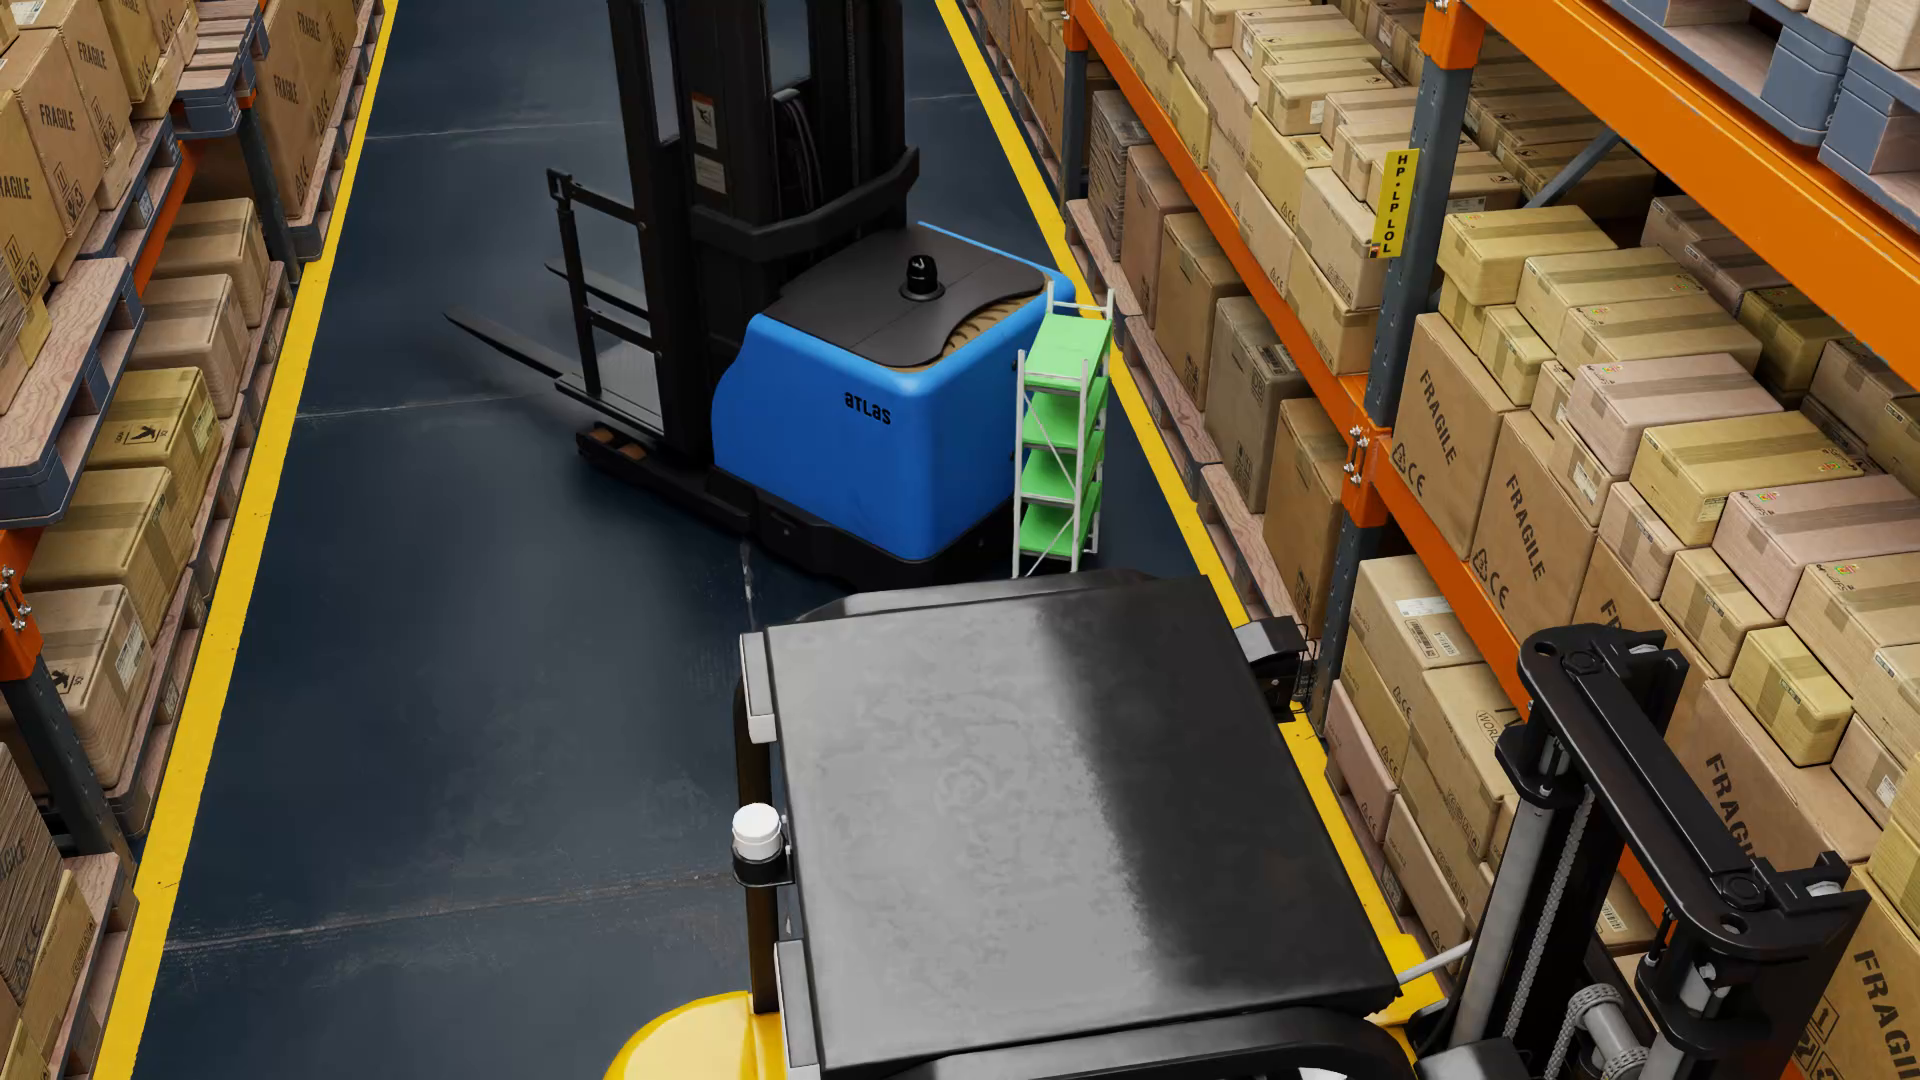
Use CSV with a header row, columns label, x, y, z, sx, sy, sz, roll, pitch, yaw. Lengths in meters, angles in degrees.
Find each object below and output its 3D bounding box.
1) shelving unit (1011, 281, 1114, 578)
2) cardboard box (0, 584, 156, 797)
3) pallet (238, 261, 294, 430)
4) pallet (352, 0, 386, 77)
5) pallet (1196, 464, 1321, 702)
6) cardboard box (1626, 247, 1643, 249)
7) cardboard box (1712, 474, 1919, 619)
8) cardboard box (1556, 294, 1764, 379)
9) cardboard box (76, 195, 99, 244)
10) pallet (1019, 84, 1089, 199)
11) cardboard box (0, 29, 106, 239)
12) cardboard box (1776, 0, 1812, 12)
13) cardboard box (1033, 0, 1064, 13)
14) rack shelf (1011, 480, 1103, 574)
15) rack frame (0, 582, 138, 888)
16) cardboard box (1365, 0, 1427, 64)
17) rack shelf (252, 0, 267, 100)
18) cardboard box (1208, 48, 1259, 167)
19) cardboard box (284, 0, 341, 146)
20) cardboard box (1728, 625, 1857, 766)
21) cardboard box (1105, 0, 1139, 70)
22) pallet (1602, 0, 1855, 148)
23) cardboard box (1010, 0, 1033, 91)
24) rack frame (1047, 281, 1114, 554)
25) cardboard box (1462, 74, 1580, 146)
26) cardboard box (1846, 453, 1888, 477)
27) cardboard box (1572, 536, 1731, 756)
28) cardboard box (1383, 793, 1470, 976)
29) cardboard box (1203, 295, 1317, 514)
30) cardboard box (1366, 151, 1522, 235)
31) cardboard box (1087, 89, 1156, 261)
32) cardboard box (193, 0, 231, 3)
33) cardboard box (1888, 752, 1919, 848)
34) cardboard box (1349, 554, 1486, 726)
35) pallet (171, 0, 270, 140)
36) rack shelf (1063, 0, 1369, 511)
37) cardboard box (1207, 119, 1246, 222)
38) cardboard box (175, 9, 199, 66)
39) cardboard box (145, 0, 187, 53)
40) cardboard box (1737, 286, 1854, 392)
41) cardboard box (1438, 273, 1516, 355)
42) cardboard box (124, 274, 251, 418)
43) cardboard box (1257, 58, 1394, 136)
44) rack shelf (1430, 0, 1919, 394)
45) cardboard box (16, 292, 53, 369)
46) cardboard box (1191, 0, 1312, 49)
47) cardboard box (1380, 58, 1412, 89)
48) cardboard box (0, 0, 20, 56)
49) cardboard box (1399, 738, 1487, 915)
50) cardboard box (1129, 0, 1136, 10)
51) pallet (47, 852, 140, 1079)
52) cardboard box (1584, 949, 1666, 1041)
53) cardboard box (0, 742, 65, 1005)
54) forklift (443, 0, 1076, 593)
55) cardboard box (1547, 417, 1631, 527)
label,x,y,z,sx,sy,sz,roll,pitch,yaw
shelving unit,0.374,-0.293,6.149,0.258,1.200,0.503,9,39,11
cardboard box,-3.238,0.520,5.435,0.950,0.372,0.625,-6,38,-7
pallet,-3.709,-0.878,7.708,1.003,0.211,1.213,-6,38,-8
pallet,-4.336,-3.308,10.836,1.003,0.211,1.213,-6,38,-8
pallet,1.575,0.089,6.463,1.003,0.211,1.213,-6,38,-8
cardboard box,2.052,-0.700,4.596,0.380,0.149,0.250,-6,38,-8
cardboard box,1.810,0.010,3.440,0.380,0.149,0.250,-6,38,-8
cardboard box,1.695,-0.459,4.043,0.380,0.149,0.250,-7,38,-9
cardboard box,-3.135,-1.094,5.575,0.380,0.149,0.250,-6,38,-8
pallet,0.948,-2.341,9.591,1.003,0.211,1.213,-6,38,-8
cardboard box,-3.105,-1.274,5.279,0.500,0.500,0.500,-6,38,-8
cardboard box,1.657,-1.094,3.049,0.380,0.149,0.250,-5,38,-7
cardboard box,0.624,-3.018,9.357,0.380,0.149,0.250,-7,38,-9
rack shelf,0.374,-0.053,6.336,0.258,0.148,0.480,9,39,11
rack frame,-3.143,-0.035,4.350,1.000,3.000,0.127,-6,38,-8
cardboard box,1.721,-1.878,6.112,0.380,0.149,0.250,-7,38,-8
rack shelf,-4.195,-3.375,9.236,1.077,0.370,4.000,-6,38,-8
cardboard box,1.224,-1.598,6.076,0.500,0.250,0.500,-6,38,-7
cardboard box,-4.036,-2.743,9.225,0.875,0.875,0.875,-6,38,-7
cardboard box,1.791,0.290,3.321,0.380,0.149,0.250,-7,38,-9
cardboard box,0.962,-2.329,7.426,0.500,0.250,0.500,-7,38,-9
pallet,1.918,-1.208,3.488,1.003,0.211,1.213,-6,38,-8
cardboard box,0.584,-3.017,9.884,0.500,0.500,0.500,-5,38,-6
rack frame,0.434,-0.438,6.336,0.240,1.200,0.015,9,39,11
cardboard box,1.854,-1.421,5.524,0.380,0.149,0.250,-6,38,-8
cardboard box,2.203,-0.079,3.797,0.380,0.149,0.250,-5,38,-6
cardboard box,1.761,0.304,3.832,0.500,0.500,0.500,-7,38,-8
cardboard box,1.606,0.982,4.940,0.500,0.250,0.500,-7,38,-9
cardboard box,1.512,-0.583,6.648,0.875,0.625,0.625,-7,38,-8
cardboard box,1.464,-1.049,5.045,0.380,0.149,0.250,-5,38,-6
cardboard box,1.137,-1.837,8.263,0.875,0.625,0.625,-5,38,-7
cardboard box,-3.683,-2.714,7.921,0.500,0.250,0.500,-7,38,-9
cardboard box,1.851,0.478,2.837,0.380,0.149,0.250,-6,38,-7
cardboard box,1.519,0.280,5.029,0.500,0.250,0.500,-7,38,-9
pallet,-3.615,-1.956,6.979,1.213,0.211,1.003,-6,38,-8
rack shelf,1.392,-1.495,6.816,1.077,0.370,4.000,-6,38,-8
cardboard box,1.246,-1.394,6.222,0.500,0.250,0.500,-6,38,-8
cardboard box,-3.349,-2.043,6.798,0.380,0.149,0.250,-7,38,-8
cardboard box,-3.390,-2.218,6.494,0.500,0.500,0.500,-7,38,-9
cardboard box,2.159,-0.509,4.108,0.380,0.149,0.250,-7,38,-8
cardboard box,1.540,-0.646,4.526,0.380,0.149,0.250,-7,38,-9
cardboard box,-3.618,-0.792,7.124,0.950,0.372,0.625,-7,38,-9
cardboard box,1.233,-1.501,5.627,0.380,0.149,0.250,-7,38,-9
rack shelf,2.093,-0.264,2.786,1.077,0.370,4.000,-6,38,-8
cardboard box,-2.964,-0.621,4.967,0.380,0.149,0.250,-5,38,-7
cardboard box,1.088,-1.970,6.230,0.380,0.149,0.250,-7,38,-9
cardboard box,1.749,-1.659,6.156,0.500,0.250,0.500,-7,38,-9
cardboard box,-3.170,-1.581,5.145,0.380,0.149,0.250,-4,38,-5
cardboard box,1.614,0.781,4.791,0.500,0.250,0.500,-6,38,-8
cardboard box,0.965,-2.528,7.274,0.500,0.250,0.500,-5,38,-7
pallet,-2.991,1.468,4.688,1.003,0.211,1.213,-6,38,-8
cardboard box,1.781,1.207,3.835,0.500,0.250,0.500,-7,38,-9
cardboard box,-2.775,0.917,4.412,0.500,0.500,0.500,-7,38,-9
forklift,-1.016,-1.629,6.458,3.031,2.935,1.130,26,45,29
cardboard box,1.630,-0.178,3.924,0.380,0.149,0.250,-5,38,-7
